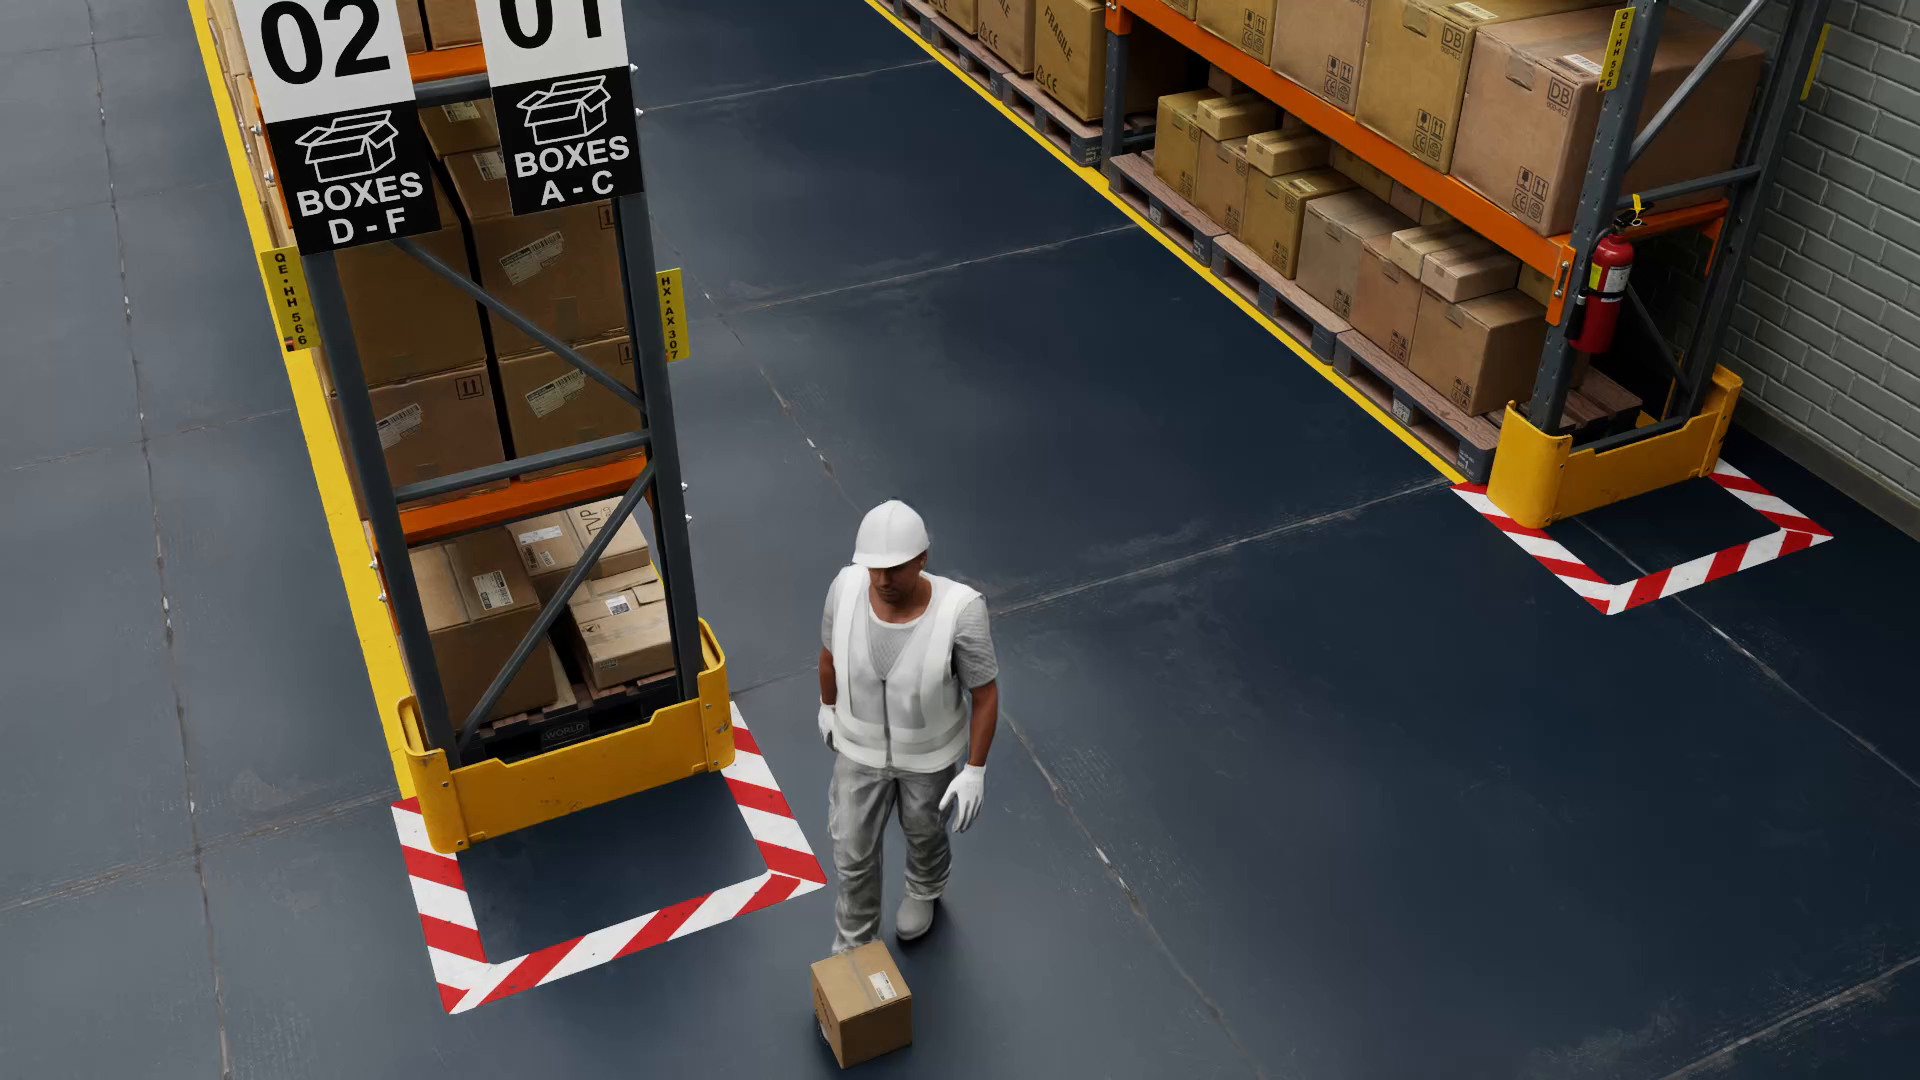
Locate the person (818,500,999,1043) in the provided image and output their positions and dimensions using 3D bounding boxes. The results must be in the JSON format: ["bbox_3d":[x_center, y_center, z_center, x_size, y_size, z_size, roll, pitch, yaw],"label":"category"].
[{"bbox_3d":[-0.210,0.728,5.150,0.621,1.773,0.737,6,37,8],"label":"person"}]
